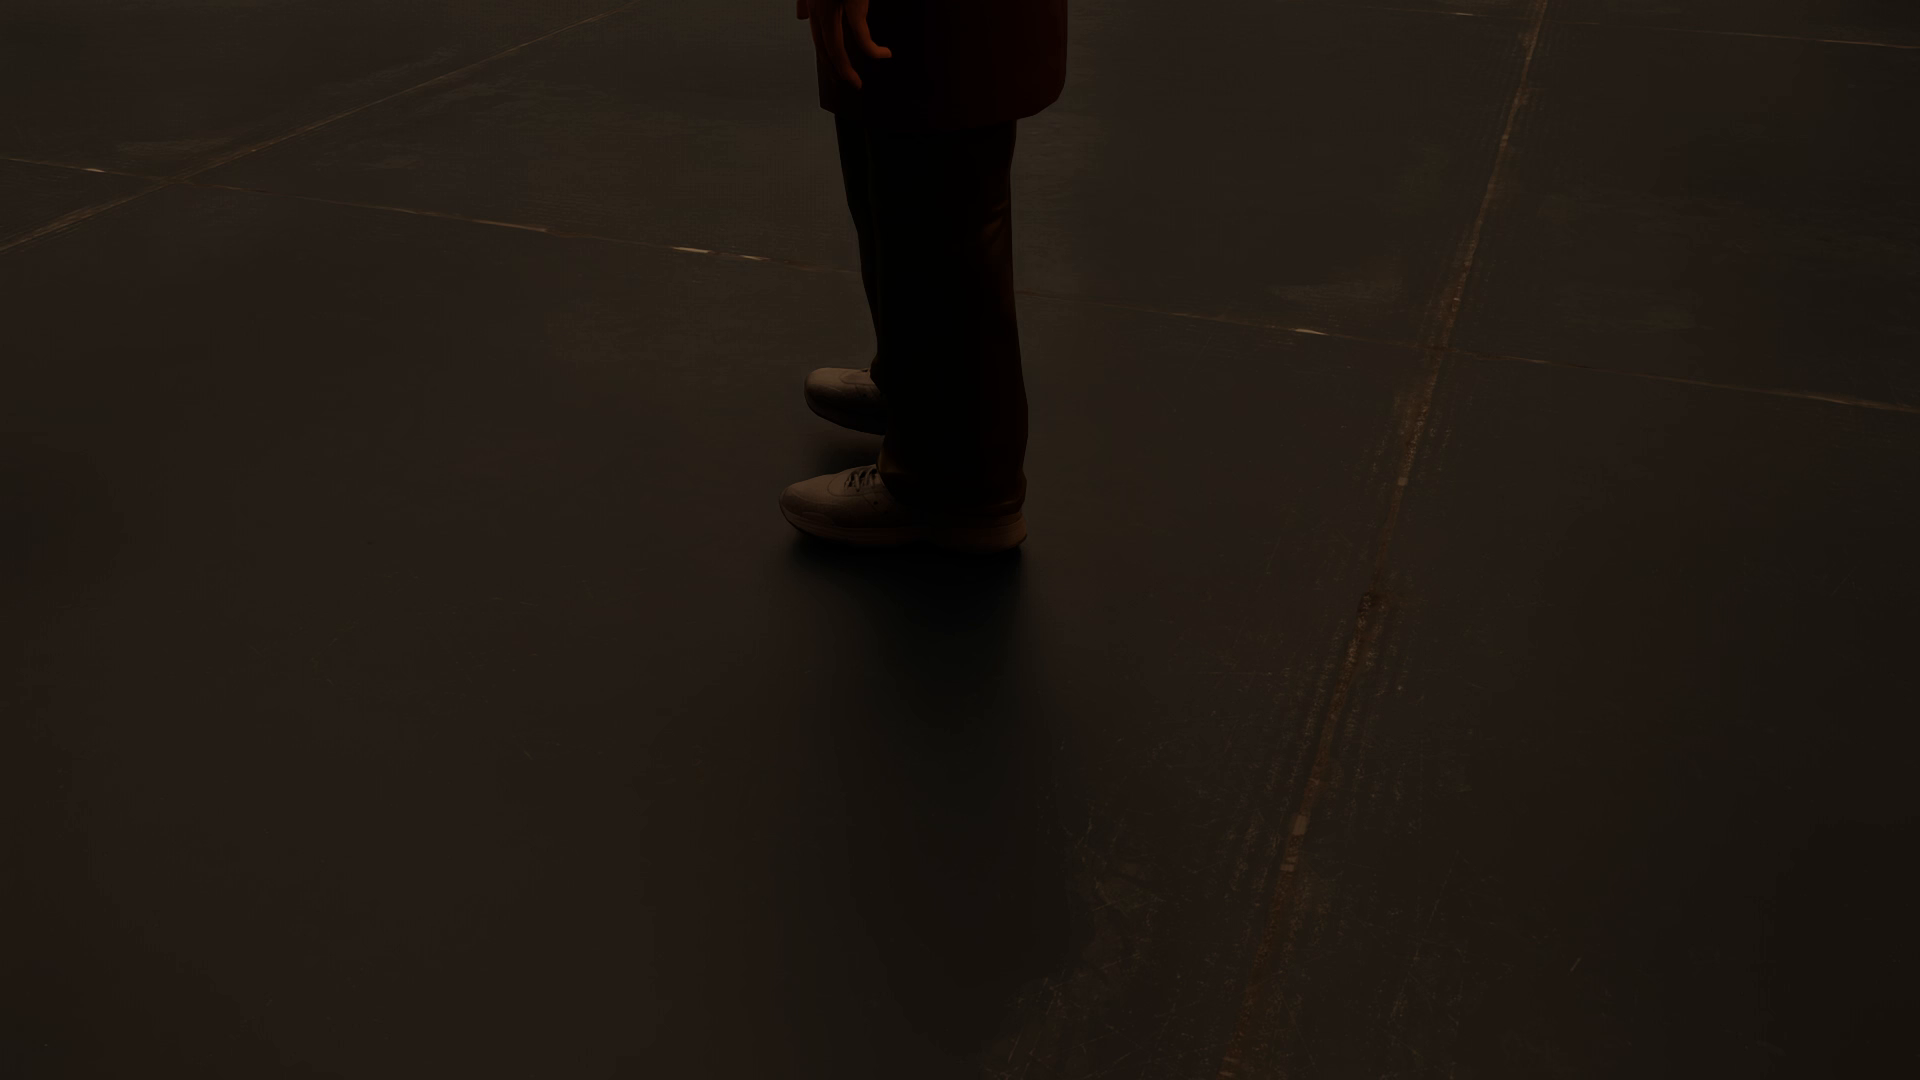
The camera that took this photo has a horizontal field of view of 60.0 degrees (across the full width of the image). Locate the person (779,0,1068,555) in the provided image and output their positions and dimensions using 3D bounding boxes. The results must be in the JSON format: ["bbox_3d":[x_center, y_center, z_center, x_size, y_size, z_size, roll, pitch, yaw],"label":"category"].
[{"bbox_3d":[-0.084,-0.797,2.090,0.583,1.774,0.694,10,31,18],"label":"person"}]
